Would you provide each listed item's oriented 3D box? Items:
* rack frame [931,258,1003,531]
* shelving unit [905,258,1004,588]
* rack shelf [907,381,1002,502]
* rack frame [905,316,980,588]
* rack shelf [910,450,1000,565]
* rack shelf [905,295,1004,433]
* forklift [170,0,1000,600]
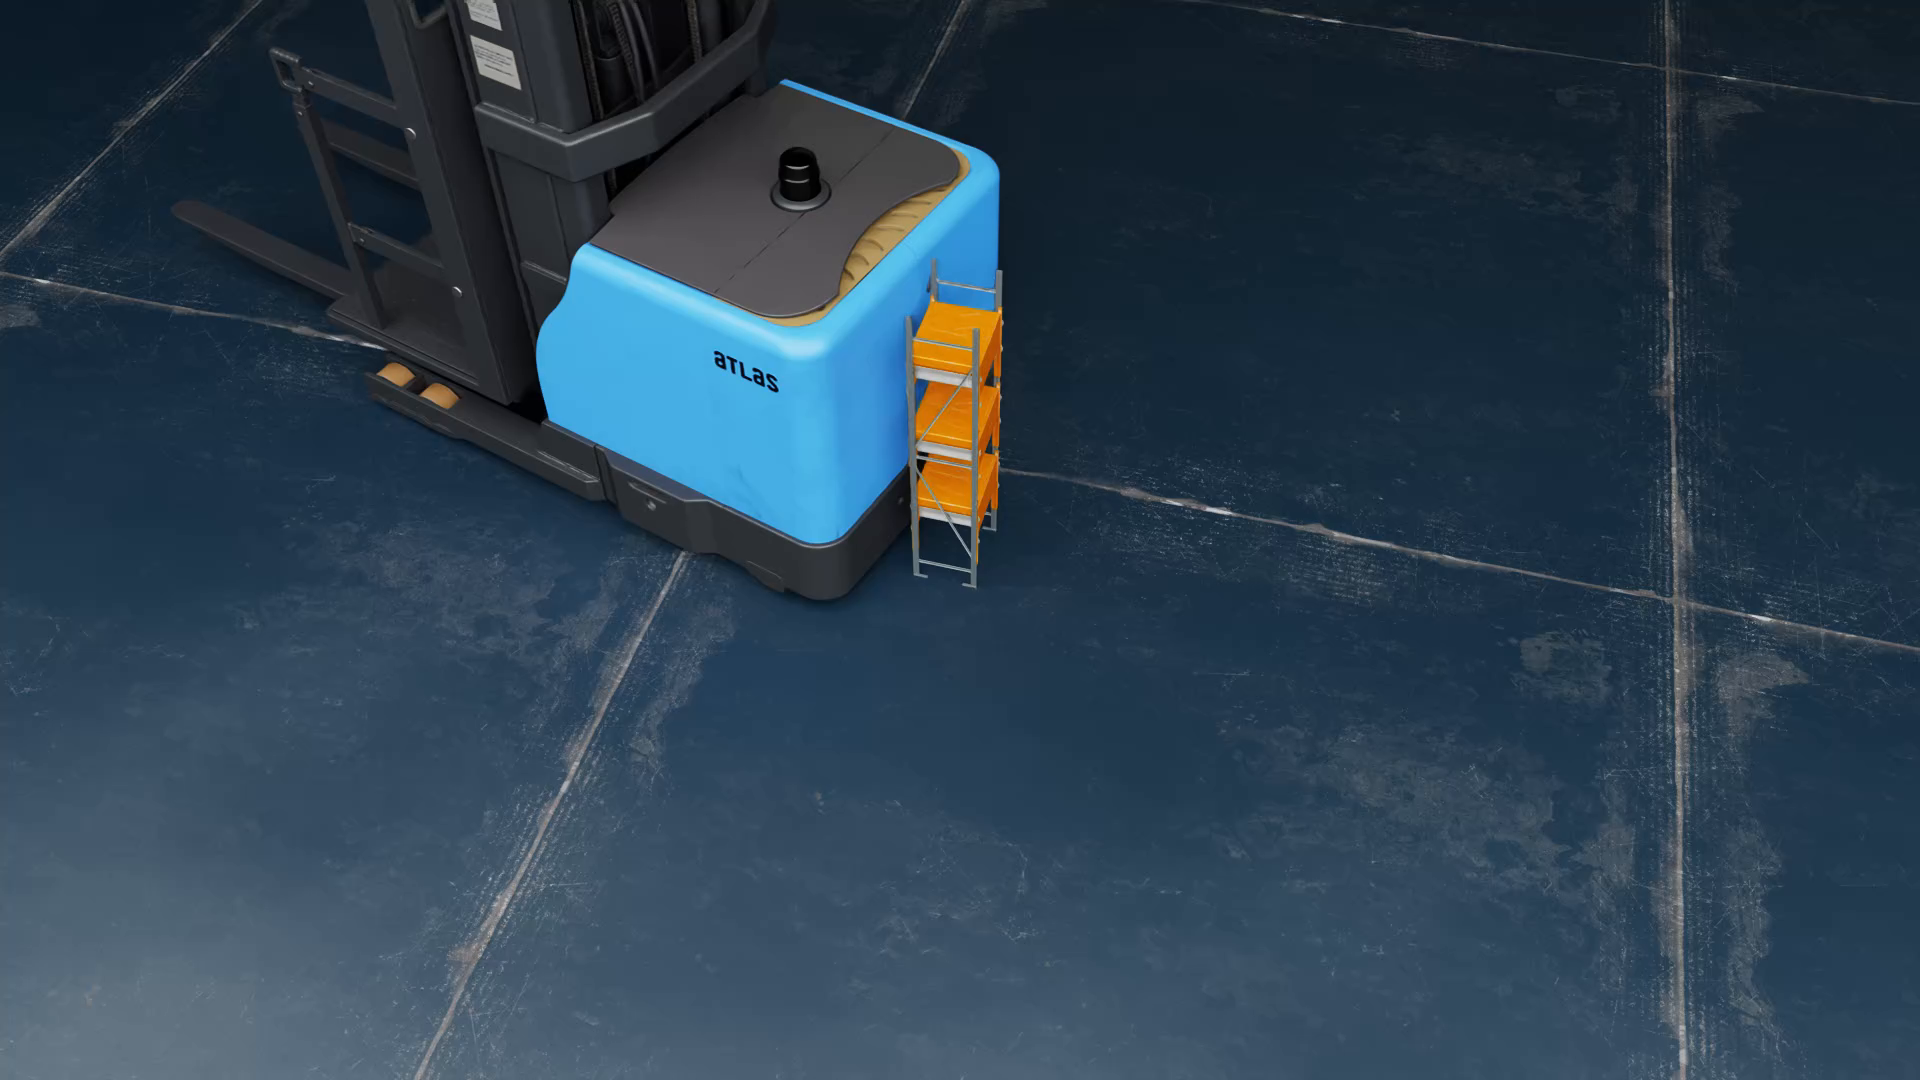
[{"bbox_3d":[0.018,-0.397,4.900,0.200,1.050,0.008,12,50,10],"label":"rack frame"},{"bbox_3d":[-0.014,-0.309,4.822,0.215,1.050,0.252,12,50,10],"label":"shelving unit"},{"bbox_3d":[-0.014,-0.302,4.830,0.215,0.259,0.240,12,50,10],"label":"rack shelf"},{"bbox_3d":[-0.046,-0.220,4.744,0.200,1.050,0.008,12,50,10],"label":"rack frame"},{"bbox_3d":[-0.014,-0.118,5.039,0.215,0.259,0.240,12,50,10],"label":"rack shelf"},{"bbox_3d":[-0.014,-0.489,4.617,0.215,0.259,0.240,12,50,10],"label":"rack shelf"},{"bbox_3d":[-1.394,-1.640,4.742,3.031,2.935,1.130,25,53,20],"label":"forklift"}]
